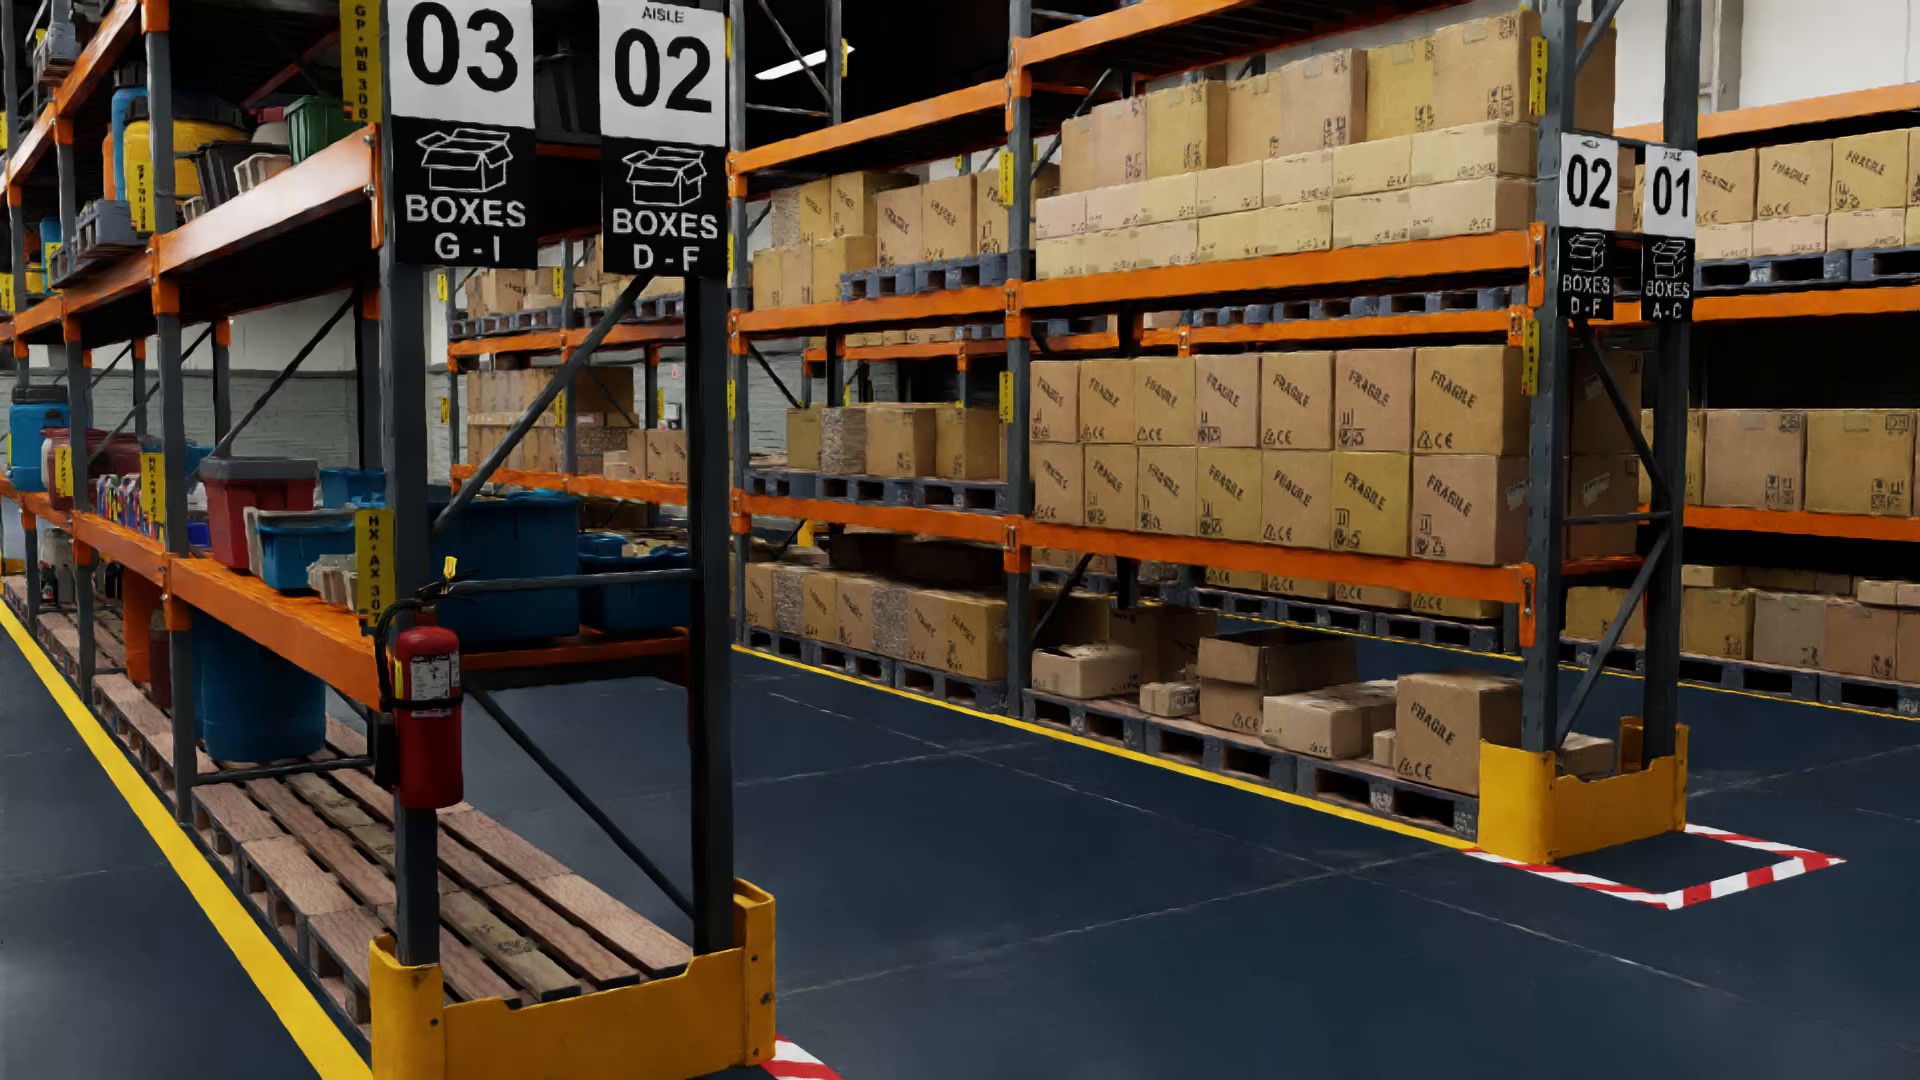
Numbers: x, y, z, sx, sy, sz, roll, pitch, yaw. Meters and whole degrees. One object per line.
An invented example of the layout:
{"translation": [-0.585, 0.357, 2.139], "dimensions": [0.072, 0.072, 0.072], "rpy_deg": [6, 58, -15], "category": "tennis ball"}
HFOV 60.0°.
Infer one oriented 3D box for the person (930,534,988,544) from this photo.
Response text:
{"translation": [-0.019, -0.082, 15.352], "dimensions": [0.543, 1.720, 0.700], "rpy_deg": [-1, 5, -16], "category": "person"}
